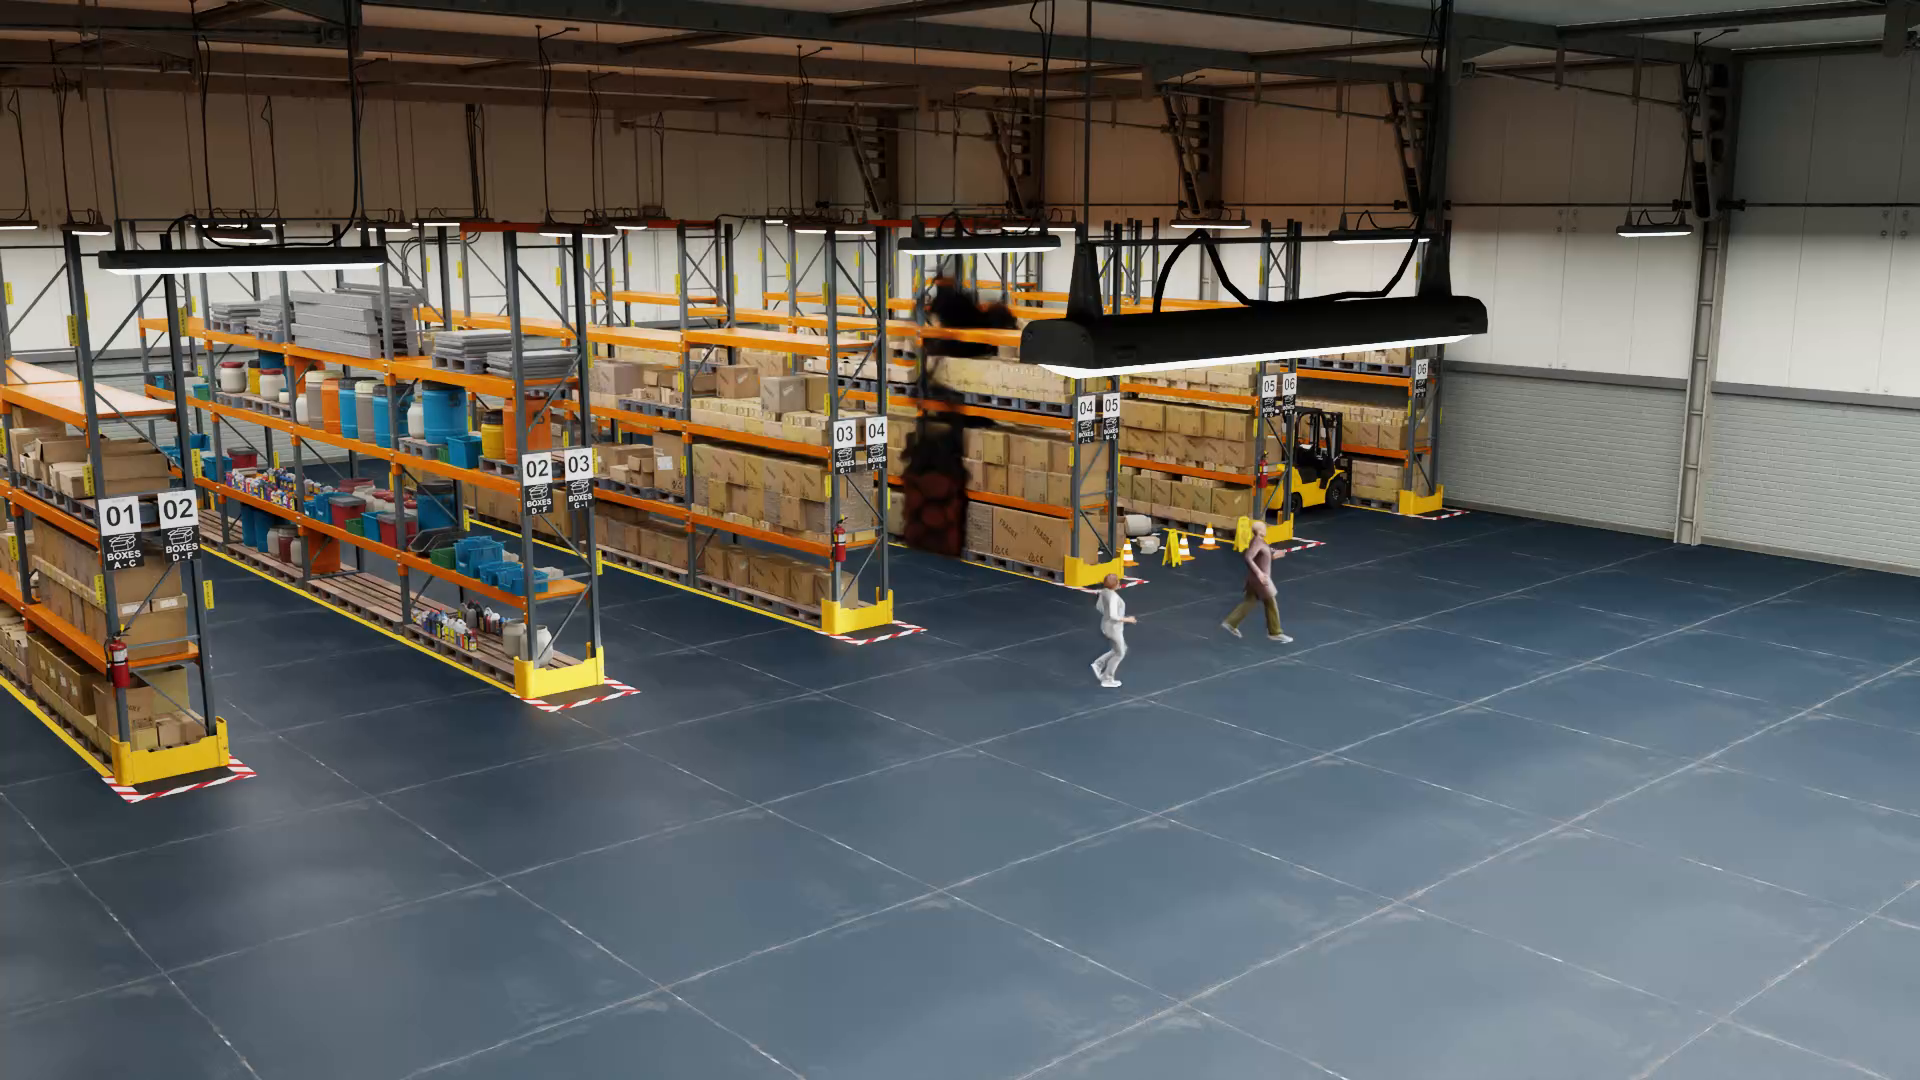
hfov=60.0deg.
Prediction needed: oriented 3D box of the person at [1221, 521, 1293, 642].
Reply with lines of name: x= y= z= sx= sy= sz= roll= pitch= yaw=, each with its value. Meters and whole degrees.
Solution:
person: x=4.352 y=0.599 z=24.248 sx=1.045 sy=1.777 sz=0.697 roll=-1 pitch=11 yaw=-4

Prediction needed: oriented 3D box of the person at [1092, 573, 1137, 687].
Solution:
person: x=2.040 y=1.189 z=22.039 sx=0.551 sy=1.552 sz=0.530 roll=-2 pitch=12 yaw=-10

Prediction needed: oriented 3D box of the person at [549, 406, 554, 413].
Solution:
person: x=-9.640 y=-2.289 z=38.846 sx=0.750 sy=1.746 sz=0.811 roll=1 pitch=11 yaw=3

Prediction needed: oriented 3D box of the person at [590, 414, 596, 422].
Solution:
person: x=-9.135 y=-2.662 z=40.941 sx=0.531 sy=1.625 sz=0.673 roll=-10 pitch=15 yaw=-41

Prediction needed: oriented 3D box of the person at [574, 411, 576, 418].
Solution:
person: x=-8.846 y=-2.128 z=37.956 sx=0.680 sy=1.799 sz=0.943 roll=-7 pitch=13 yaw=-31
